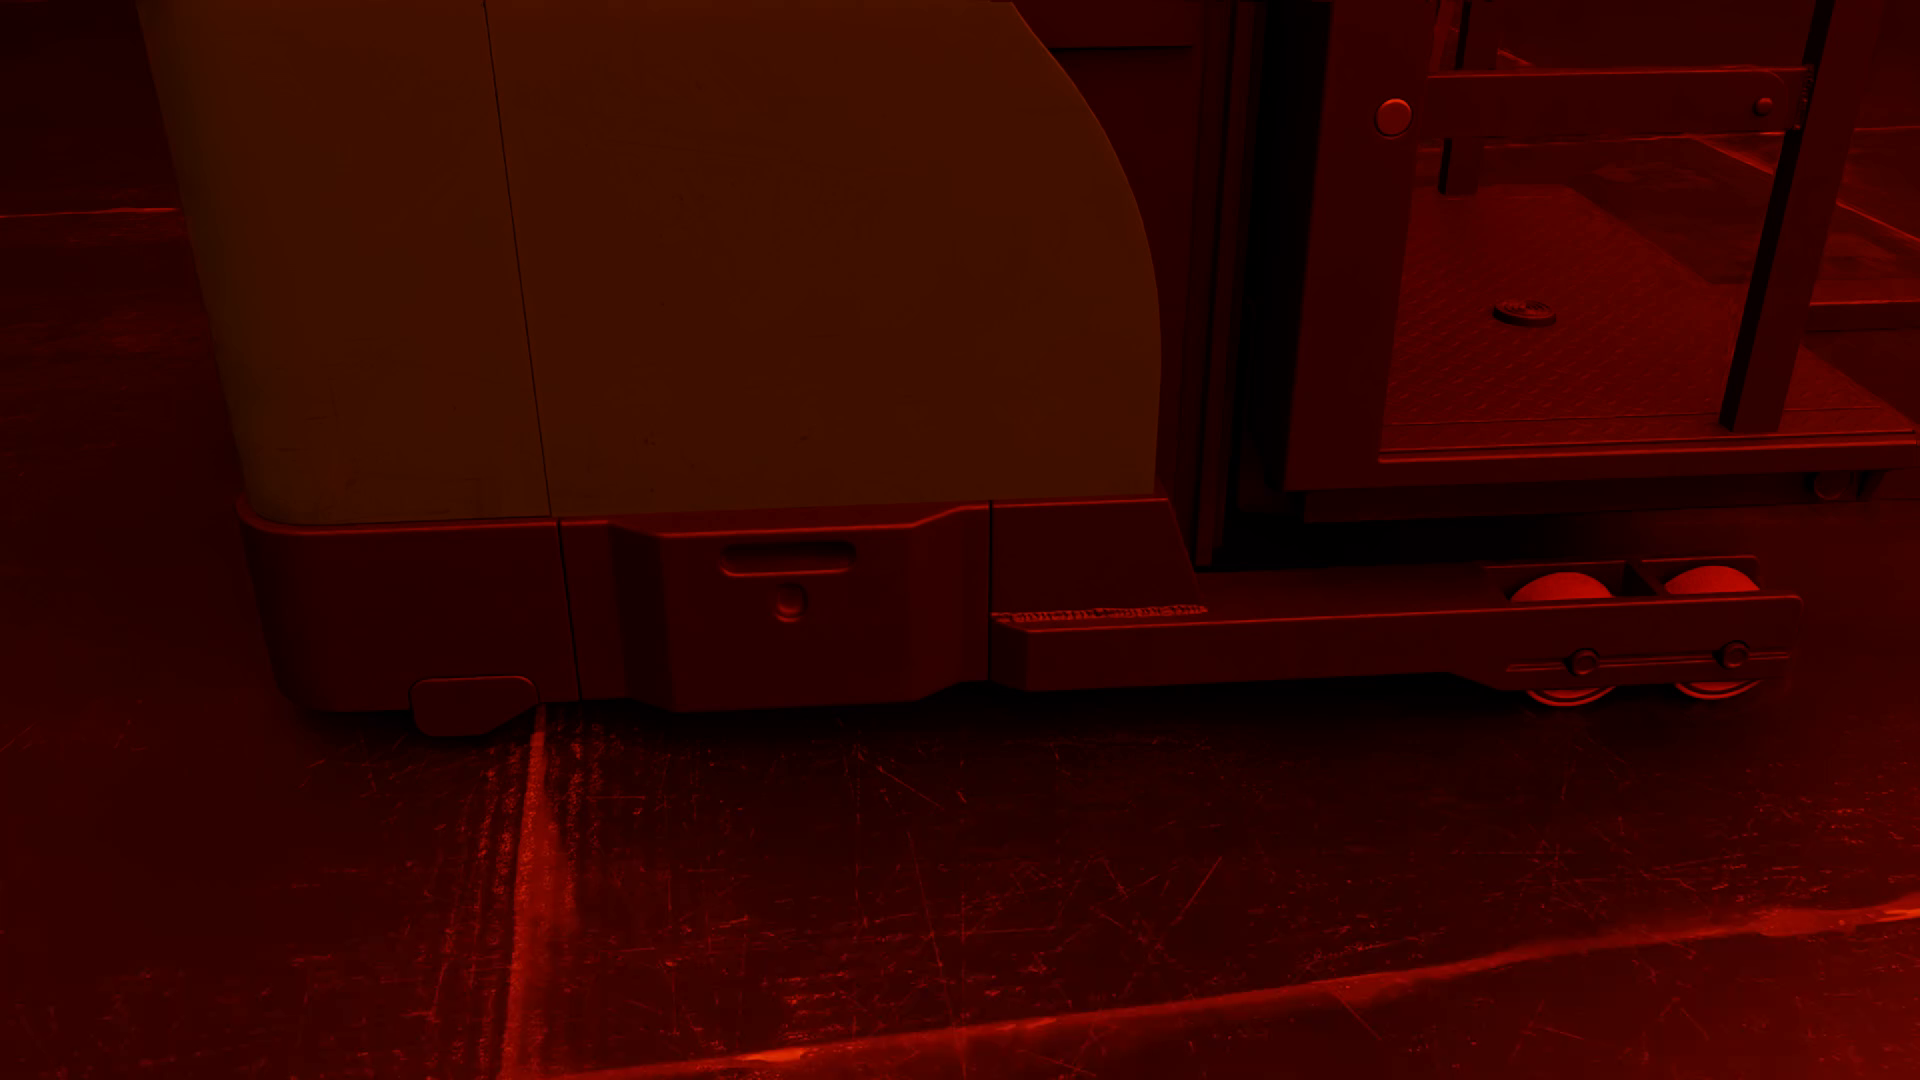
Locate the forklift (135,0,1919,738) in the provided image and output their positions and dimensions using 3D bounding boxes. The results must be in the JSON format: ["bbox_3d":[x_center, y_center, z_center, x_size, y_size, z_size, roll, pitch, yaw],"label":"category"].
[{"bbox_3d":[0.632,-1.330,1.879,3.031,2.935,1.130,-2,28,-4],"label":"forklift"}]
